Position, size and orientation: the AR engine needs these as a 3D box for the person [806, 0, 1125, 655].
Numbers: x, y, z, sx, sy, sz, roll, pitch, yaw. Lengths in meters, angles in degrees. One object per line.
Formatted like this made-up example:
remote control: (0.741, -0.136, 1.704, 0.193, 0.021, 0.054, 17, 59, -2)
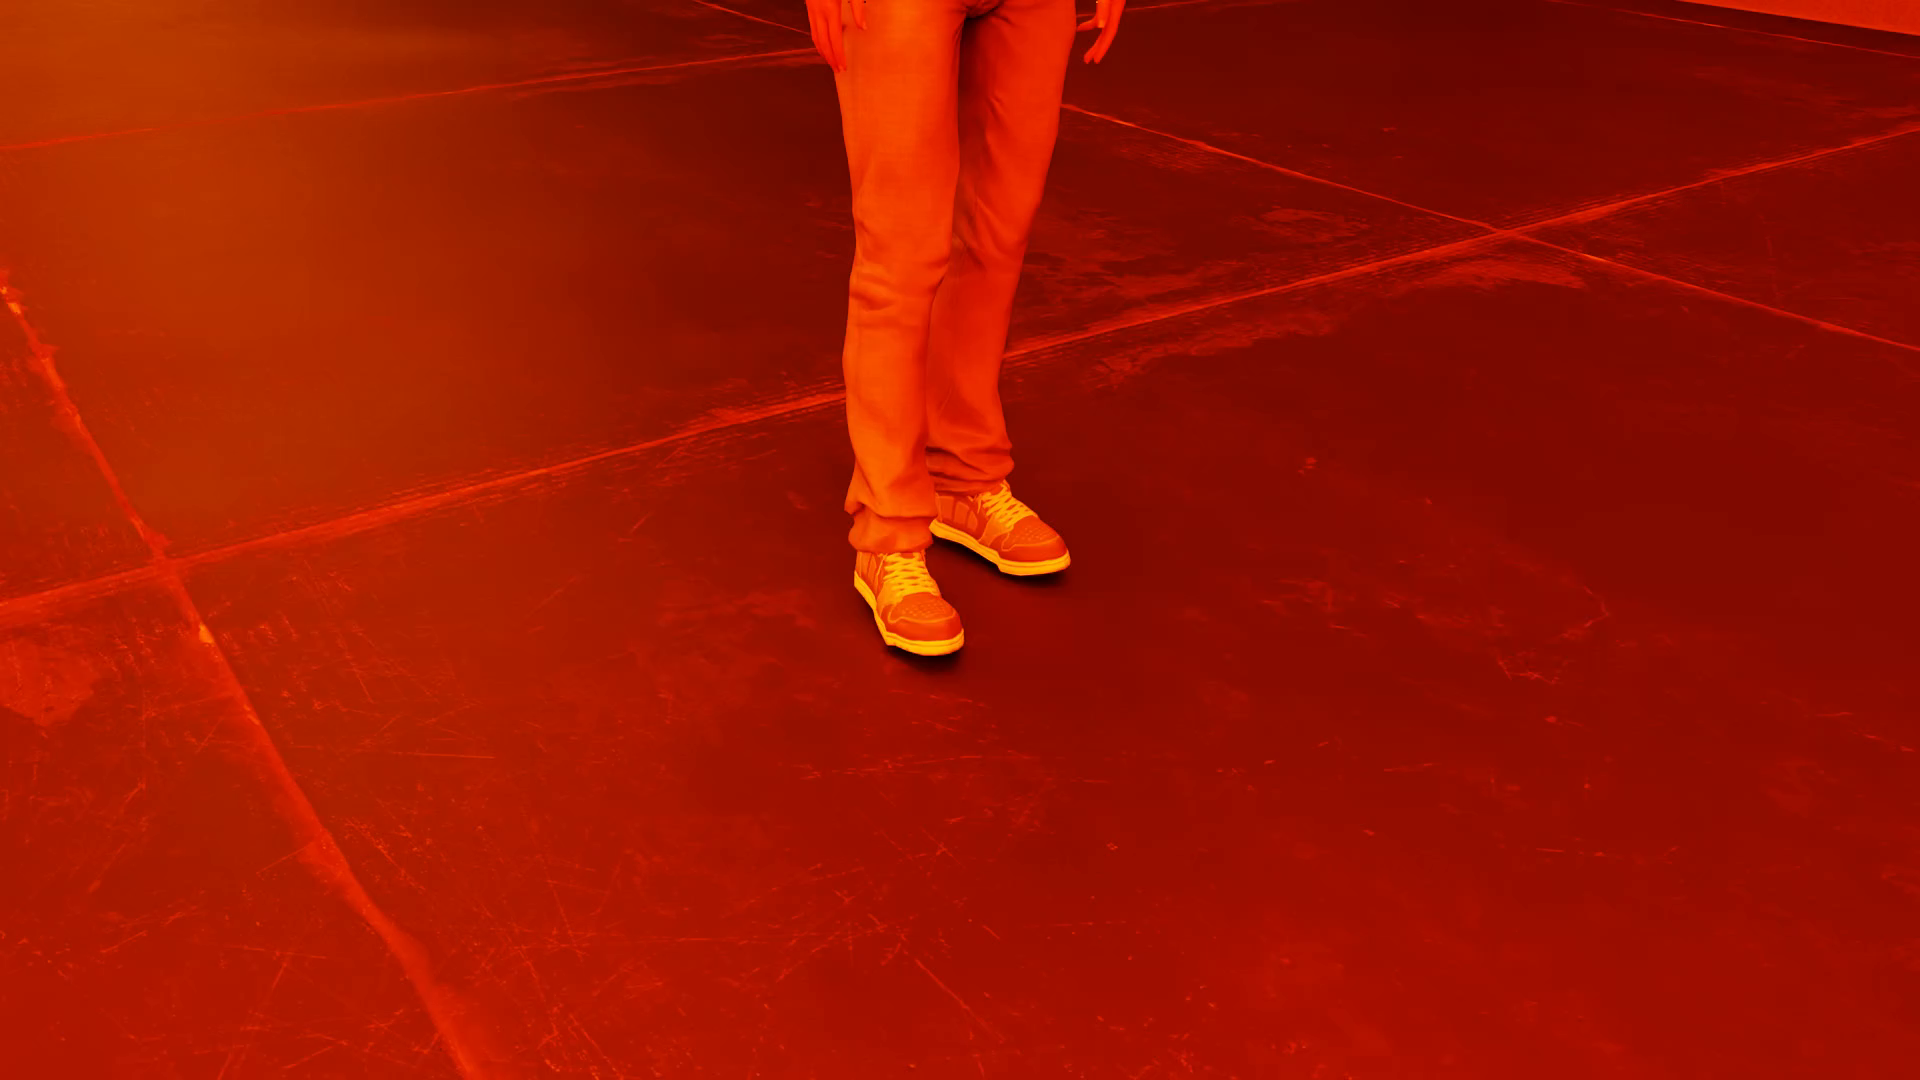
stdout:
person: (0.031, -0.688, 2.077, 0.520, 1.595, 0.473, -17, 31, -31)
